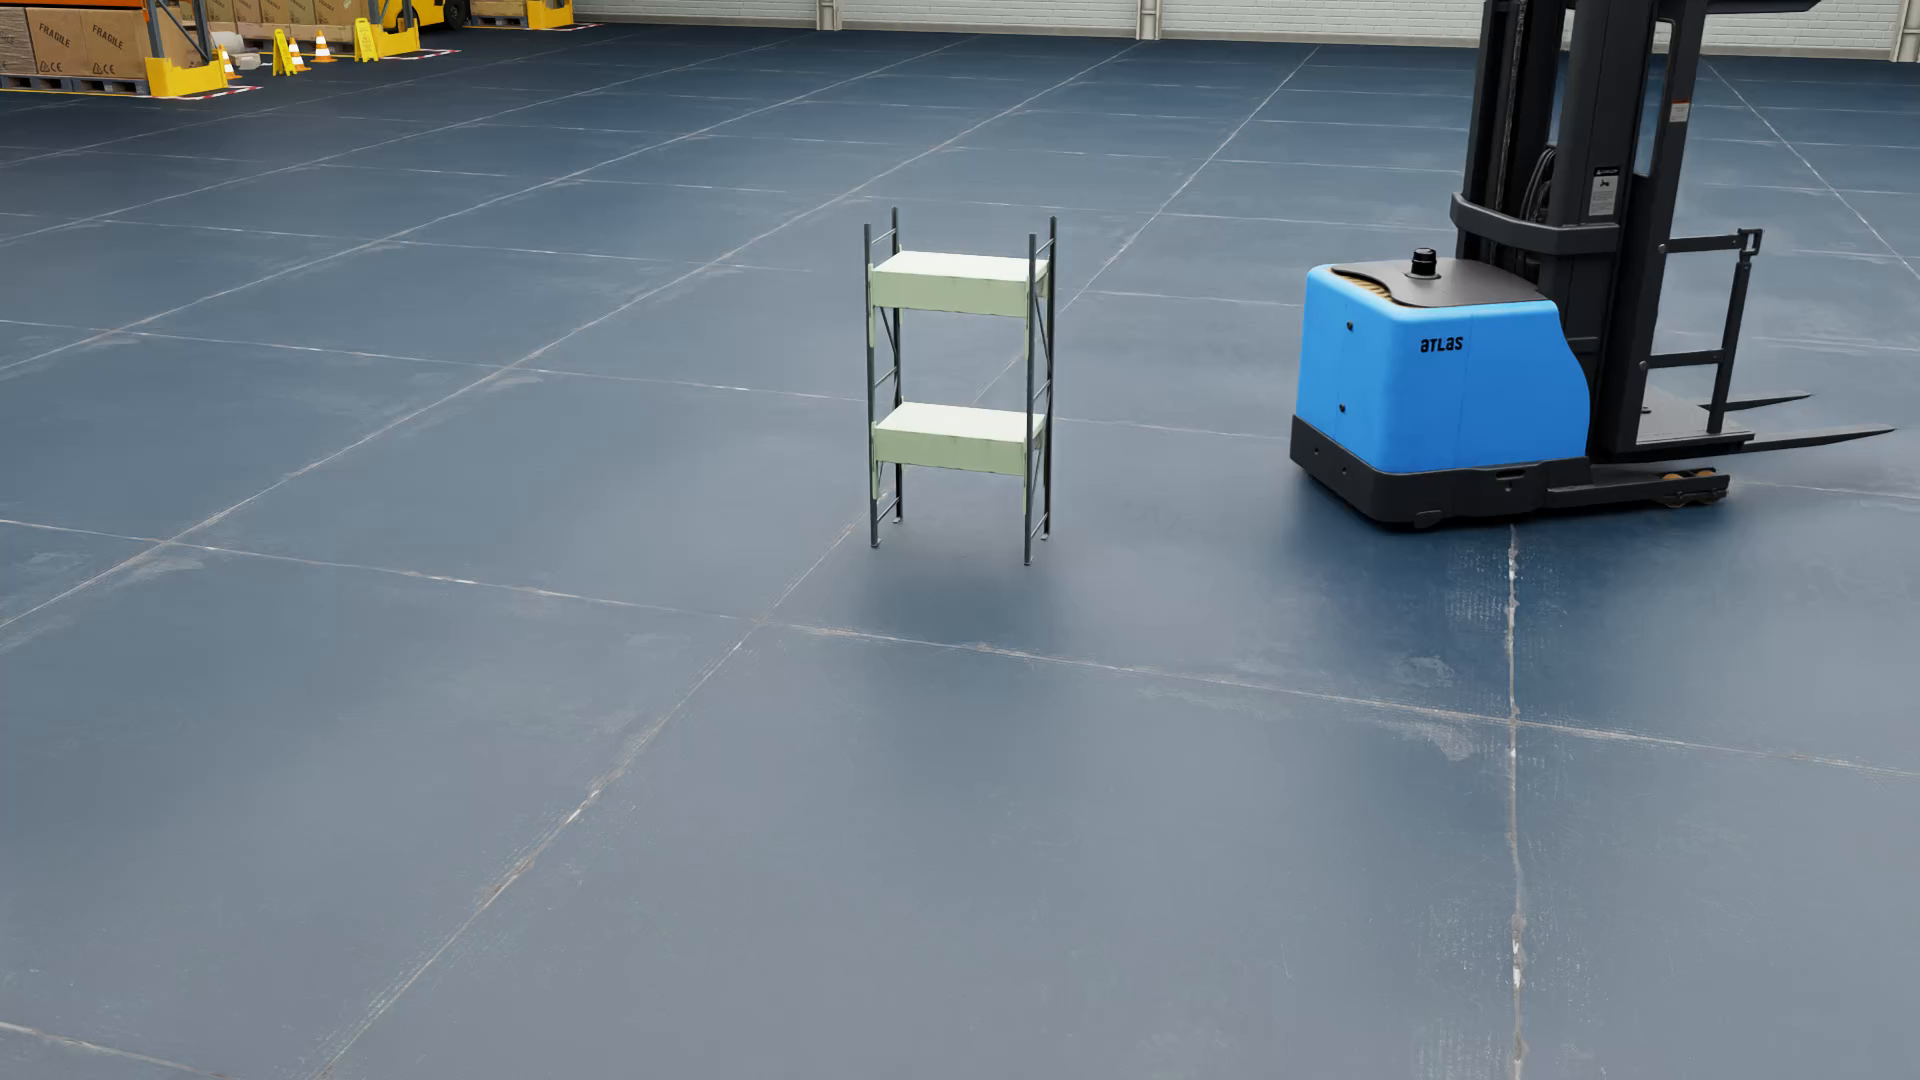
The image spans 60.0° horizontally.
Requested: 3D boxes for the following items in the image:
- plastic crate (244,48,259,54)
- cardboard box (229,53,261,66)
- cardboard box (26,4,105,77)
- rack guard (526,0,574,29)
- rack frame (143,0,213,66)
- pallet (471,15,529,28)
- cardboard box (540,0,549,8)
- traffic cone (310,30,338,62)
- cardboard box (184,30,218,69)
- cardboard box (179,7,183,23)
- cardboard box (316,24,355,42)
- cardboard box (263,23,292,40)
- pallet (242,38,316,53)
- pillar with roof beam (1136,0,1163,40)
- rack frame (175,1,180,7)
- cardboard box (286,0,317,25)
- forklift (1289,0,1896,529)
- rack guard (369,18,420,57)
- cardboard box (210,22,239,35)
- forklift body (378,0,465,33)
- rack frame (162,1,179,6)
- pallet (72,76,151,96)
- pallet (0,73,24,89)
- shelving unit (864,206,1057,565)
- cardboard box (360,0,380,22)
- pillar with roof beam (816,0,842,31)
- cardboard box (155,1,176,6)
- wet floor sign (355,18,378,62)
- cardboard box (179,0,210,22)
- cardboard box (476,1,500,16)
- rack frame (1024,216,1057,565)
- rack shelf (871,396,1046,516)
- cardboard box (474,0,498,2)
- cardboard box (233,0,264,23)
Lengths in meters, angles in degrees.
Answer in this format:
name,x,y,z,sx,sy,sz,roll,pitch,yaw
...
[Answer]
name,x,y,z,sx,sy,sz,roll,pitch,yaw
plastic crate,-11.754,-7.938,27.016,0.583,0.080,0.402,-1,22,-3
cardboard box,-11.028,-7.411,25.641,0.380,0.149,0.250,-20,29,-39
cardboard box,-12.035,-6.868,22.807,0.875,0.875,0.875,6,23,15
rack guard,-7.737,-9.965,31.405,0.348,0.500,1.175,7,23,16
rack frame,-10.523,-7.511,22.128,0.127,3.000,1.000,7,23,16
pallet,-8.504,-9.903,31.633,1.213,0.211,1.003,7,23,16
cardboard box,-8.174,-10.171,31.683,0.500,0.250,0.500,7,23,16
traffic cone,-9.975,-7.725,25.993,0.334,0.463,0.336,7,23,16
cardboard box,-11.603,-7.438,25.240,0.637,0.503,0.797,-9,24,-21
cardboard box,-13.523,-8.794,28.165,0.625,0.372,0.950,7,23,16
cardboard box,-10.065,-8.236,26.965,0.500,0.250,0.500,6,23,15
cardboard box,-11.038,-8.348,27.239,0.500,0.250,0.500,6,23,14
pallet,-11.195,-8.275,27.665,1.213,0.211,1.003,7,23,16
pillar with roof beam,2.079,-11.424,23.763,0.400,9.000,9.100,7,23,16
rack frame,-15.419,-12.001,33.075,0.127,3.000,1.000,7,23,16
cardboard box,-10.533,-8.638,26.959,0.500,0.500,0.500,7,23,17
forklift,3.284,-1.699,8.049,3.031,2.935,1.130,-6,23,-14
rack guard,-9.263,-8.172,27.034,0.348,0.500,1.175,7,23,16
cardboard box,-12.019,-8.464,27.521,0.500,0.250,0.500,8,24,19
forklift body,-10.103,-10.276,29.989,1.214,2.155,2.313,7,23,16
rack frame,-13.020,-9.759,27.608,0.127,3.000,1.000,7,23,16
pallet,-11.312,-6.280,22.801,1.213,0.211,1.003,7,23,15
pallet,-13.648,-6.547,23.453,1.213,0.211,1.003,7,23,15
shelving unit,0.006,-0.693,7.484,0.755,1.500,0.431,7,23,16
cardboard box,-9.906,-8.781,27.305,0.500,0.500,0.500,6,23,14
pillar with roof beam,-3.666,-12.082,25.366,0.400,9.000,9.100,7,23,16
cardboard box,-15.886,-11.007,33.392,0.500,0.500,0.500,7,23,17
wet floor sign,-9.318,-7.821,25.987,0.232,0.644,0.267,16,27,34
cardboard box,-12.533,-8.865,27.511,0.500,0.500,0.500,8,24,18
cardboard box,-8.775,-10.041,31.366,0.500,0.250,0.500,7,23,15
rack frame,0.357,-0.653,7.386,0.023,1.500,0.400,7,23,16
rack shelf,0.006,-0.392,7.607,0.720,0.370,0.431,7,23,16
cardboard box,-8.793,-10.276,31.281,0.500,0.250,0.500,6,23,15
cardboard box,-11.521,-8.753,27.238,0.500,0.500,0.500,8,24,18
